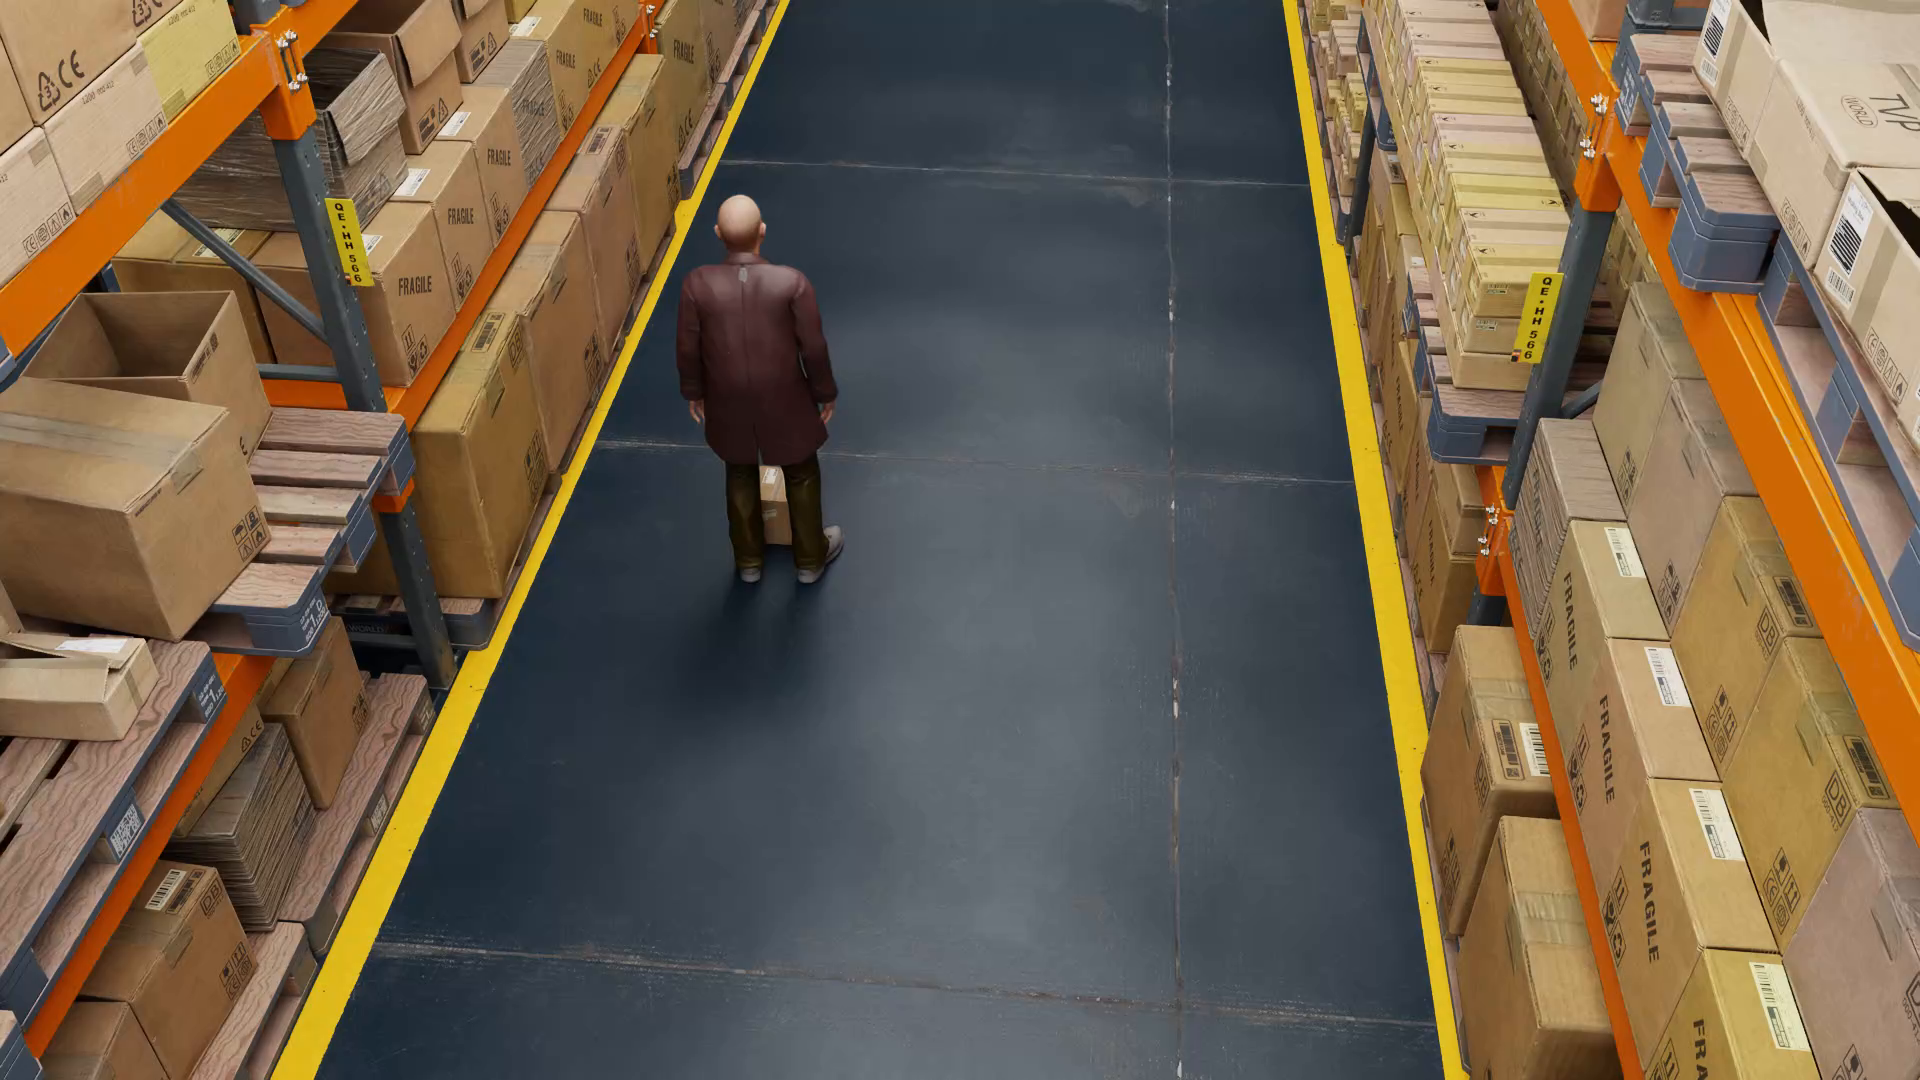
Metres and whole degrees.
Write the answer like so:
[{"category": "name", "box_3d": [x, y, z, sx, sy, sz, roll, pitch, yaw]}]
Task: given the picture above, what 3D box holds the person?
[{"category": "person", "box_3d": [-0.830, -0.588, 6.880, 0.656, 1.774, 0.416, 2, 40, 3]}]
